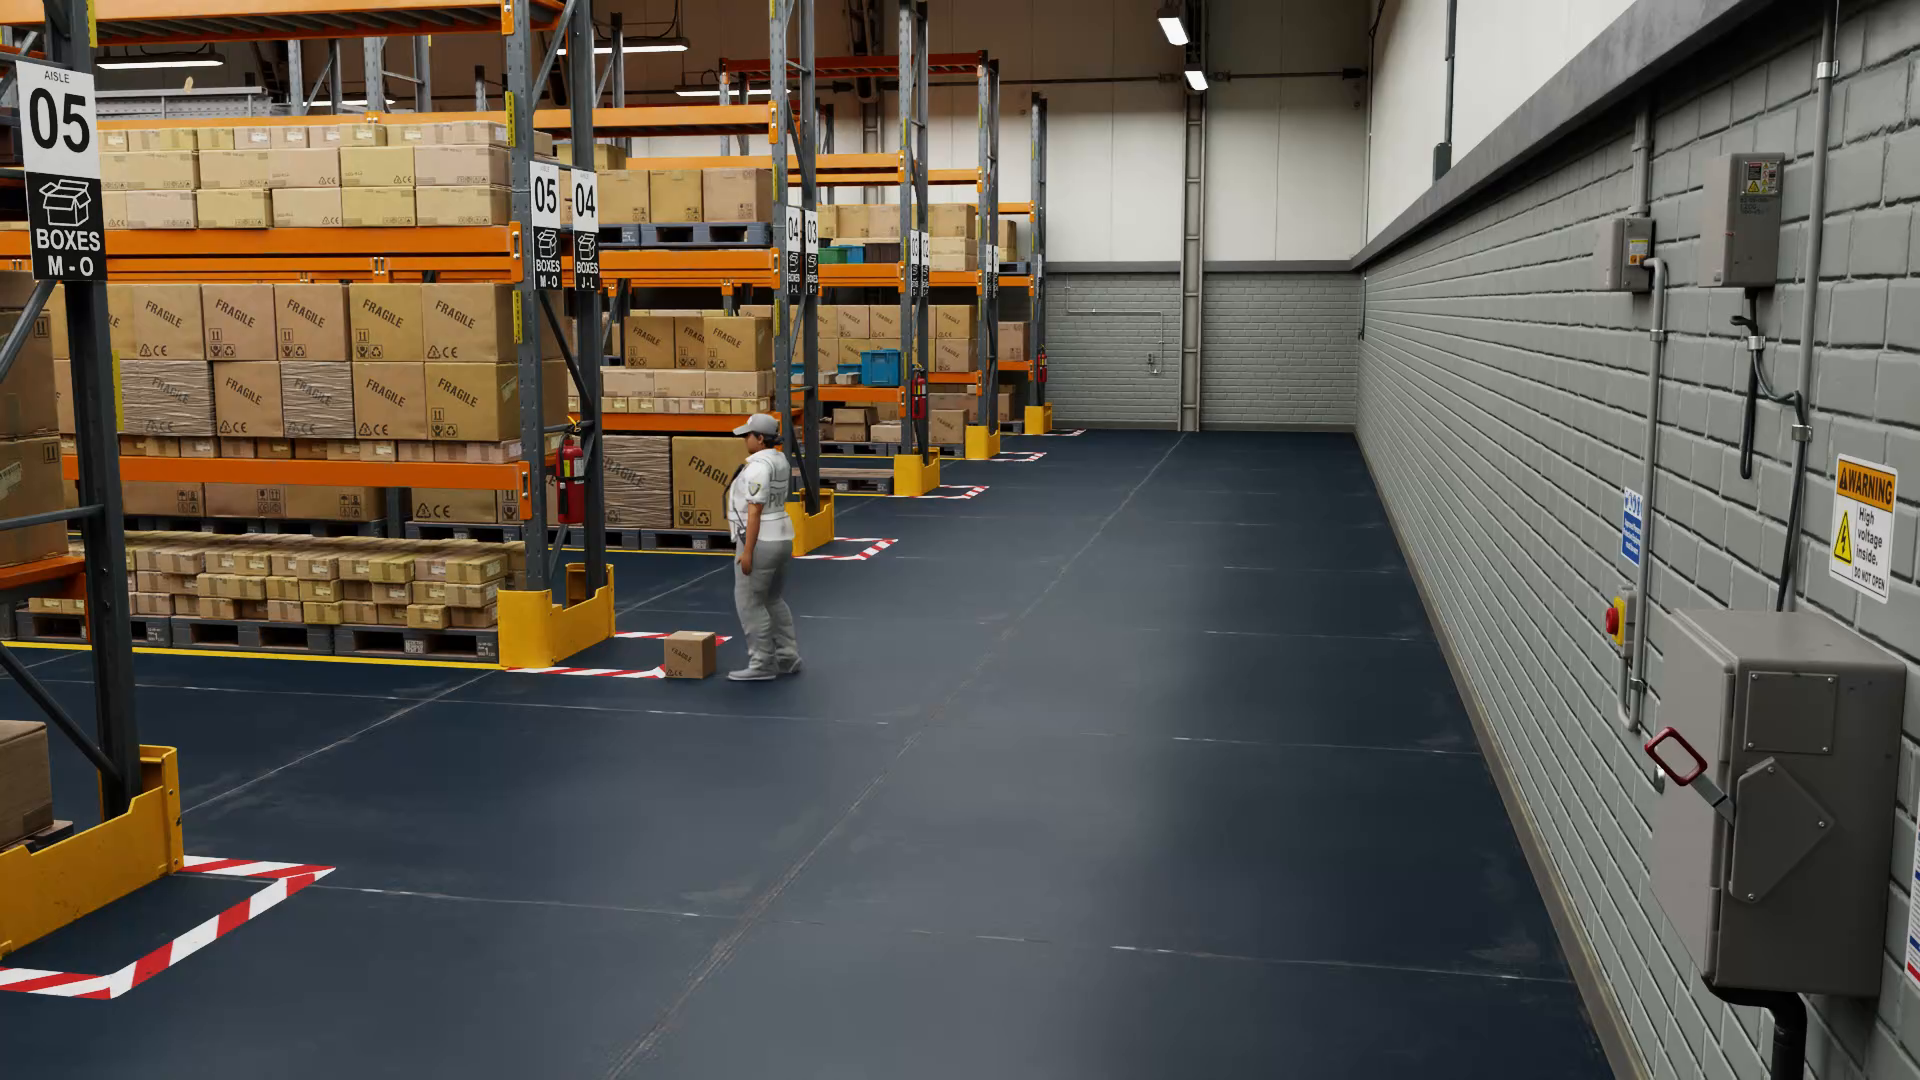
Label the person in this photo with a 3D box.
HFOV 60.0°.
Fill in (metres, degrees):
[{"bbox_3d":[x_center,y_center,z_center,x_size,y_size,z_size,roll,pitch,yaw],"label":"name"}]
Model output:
[{"bbox_3d":[-1.230,0.094,10.318,0.388,1.761,0.497,2,8,13],"label":"person"}]
